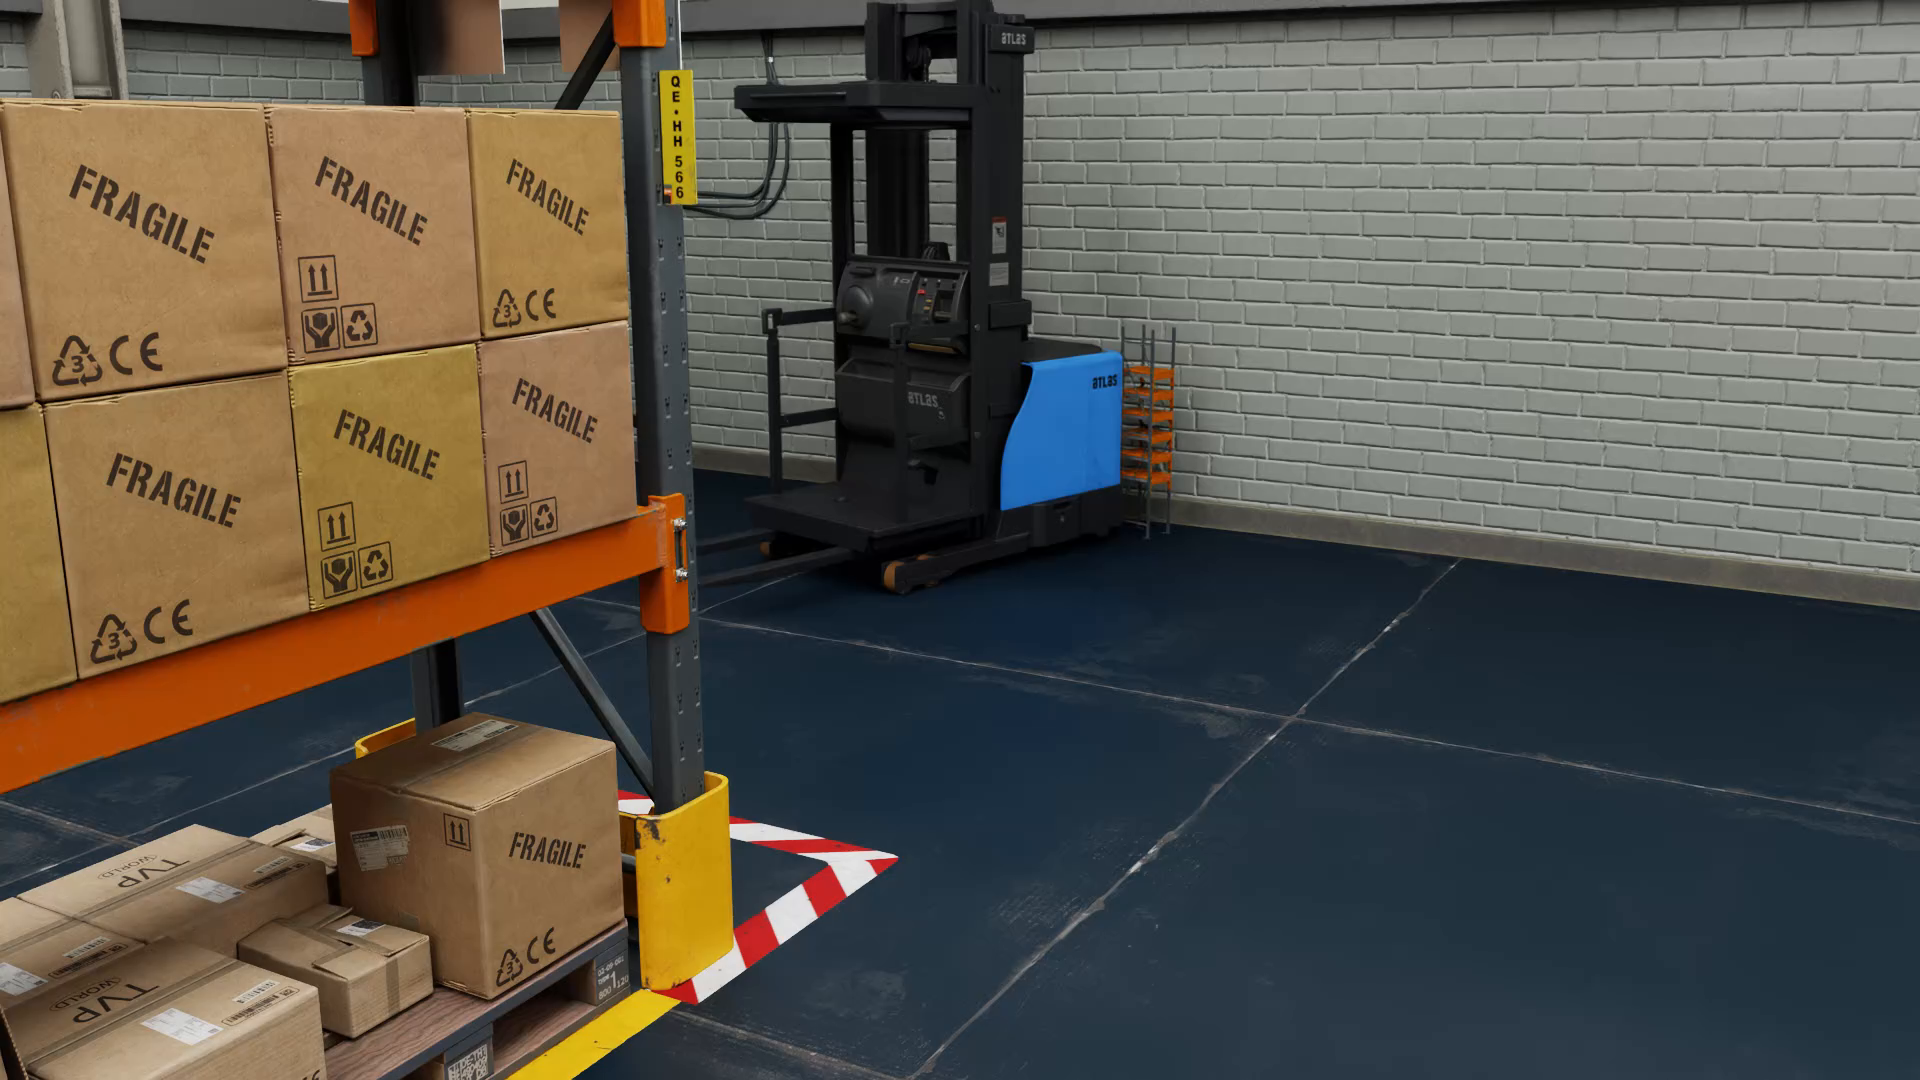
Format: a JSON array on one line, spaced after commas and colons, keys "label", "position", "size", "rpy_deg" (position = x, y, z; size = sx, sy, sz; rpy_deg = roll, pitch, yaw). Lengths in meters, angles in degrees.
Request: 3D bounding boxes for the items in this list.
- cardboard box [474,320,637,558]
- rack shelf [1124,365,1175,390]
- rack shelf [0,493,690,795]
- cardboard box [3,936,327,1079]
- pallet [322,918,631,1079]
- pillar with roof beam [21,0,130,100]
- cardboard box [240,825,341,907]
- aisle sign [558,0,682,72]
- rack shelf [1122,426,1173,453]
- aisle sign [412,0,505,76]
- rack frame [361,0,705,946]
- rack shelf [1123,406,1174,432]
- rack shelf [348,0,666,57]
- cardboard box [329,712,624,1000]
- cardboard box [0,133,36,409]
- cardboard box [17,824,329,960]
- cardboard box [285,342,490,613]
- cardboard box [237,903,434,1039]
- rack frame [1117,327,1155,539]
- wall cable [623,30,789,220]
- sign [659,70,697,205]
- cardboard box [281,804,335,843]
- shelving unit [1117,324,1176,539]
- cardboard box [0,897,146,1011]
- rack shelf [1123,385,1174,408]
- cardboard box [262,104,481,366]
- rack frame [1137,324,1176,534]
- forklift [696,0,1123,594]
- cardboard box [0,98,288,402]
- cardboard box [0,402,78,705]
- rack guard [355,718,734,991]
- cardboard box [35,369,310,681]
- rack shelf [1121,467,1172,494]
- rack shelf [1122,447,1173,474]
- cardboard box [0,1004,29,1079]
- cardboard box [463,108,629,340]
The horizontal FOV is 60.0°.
[{"label": "cardboard box", "position": [-1.157, -0.279, 4.079], "size": [0.500, 0.500, 0.500], "rpy_deg": [8, 16, 30]}, {"label": "rack shelf", "position": [1.068, -0.929, 9.480], "size": [0.180, 0.103, 0.258], "rpy_deg": [-13, 18, -42]}, {"label": "rack shelf", "position": [-2.145, 0.407, 2.982], "size": [1.077, 0.370, 4.000], "rpy_deg": [7, 15, 28]}, {"label": "cardboard box", "position": [-1.711, 1.100, 3.497], "size": [0.500, 0.250, 0.500], "rpy_deg": [7, 15, 28]}, {"label": "pallet", "position": [-1.600, 1.182, 4.183], "size": [1.003, 0.211, 1.213], "rpy_deg": [7, 15, 28]}, {"label": "pillar with roof beam", "position": [-1.200, -3.995, 6.902], "size": [9.100, 9.000, 0.400], "rpy_deg": [7, 15, 28]}, {"label": "cardboard box", "position": [-1.803, 0.908, 4.472], "size": [0.380, 0.166, 0.250], "rpy_deg": [7, 15, 28]}, {"label": "aisle sign", "position": [-0.877, -1.597, 4.209], "size": [0.394, 0.787, 0.004], "rpy_deg": [7, 15, 28]}, {"label": "rack shelf", "position": [1.068, -0.579, 9.565], "size": [0.180, 0.103, 0.258], "rpy_deg": [-13, 18, -42]}, {"label": "aisle sign", "position": [-1.403, -1.664, 4.491], "size": [0.394, 0.787, 0.004], "rpy_deg": [7, 15, 28]}, {"label": "rack frame", "position": [-1.179, -0.353, 4.599], "size": [1.000, 3.000, 0.127], "rpy_deg": [7, 15, 28]}, {"label": "rack shelf", "position": [1.068, -0.696, 9.537], "size": [0.180, 0.103, 0.258], "rpy_deg": [-13, 18, -42]}, {"label": "rack shelf", "position": [-2.145, -1.052, 2.630], "size": [1.077, 0.370, 4.000], "rpy_deg": [7, 15, 28]}, {"label": "cardboard box", "position": [-1.226, 0.787, 4.262], "size": [0.500, 0.500, 0.500], "rpy_deg": [7, 15, 28]}, {"label": "cardboard box", "position": [-1.891, -0.450, 2.652], "size": [0.500, 0.500, 0.500], "rpy_deg": [8, 16, 30]}, {"label": "cardboard box", "position": [-1.932, 0.951, 4.115], "size": [0.500, 0.250, 0.500], "rpy_deg": [7, 15, 28]}, {"label": "cardboard box", "position": [-1.405, -0.172, 3.635], "size": [0.500, 0.500, 0.500], "rpy_deg": [8, 15, 29]}, {"label": "cardboard box", "position": [-1.500, 1.022, 3.999], "size": [0.380, 0.166, 0.250], "rpy_deg": [7, 15, 28]}, {"label": "rack frame", "position": [1.002, -0.607, 9.493], "size": [0.006, 1.200, 0.240], "rpy_deg": [-13, 18, -42]}, {"label": "wall cable", "position": [-2.470, -3.441, 11.230], "size": [3.097, 2.526, 0.112], "rpy_deg": [7, 15, 28]}, {"label": "sign", "position": [-0.702, -1.003, 4.149], "size": [0.100, 0.325, 0.005], "rpy_deg": [7, 15, 28]}, {"label": "cardboard box", "position": [-1.682, 0.866, 4.687], "size": [0.380, 0.149, 0.250], "rpy_deg": [7, 15, 28]}, {"label": "shelving unit", "position": [1.068, -0.622, 9.554], "size": [0.189, 1.200, 0.258], "rpy_deg": [-13, 18, -42]}, {"label": "cardboard box", "position": [-2.173, 1.054, 3.690], "size": [0.500, 0.250, 0.500], "rpy_deg": [7, 15, 28]}, {"label": "rack shelf", "position": [1.068, -0.812, 9.509], "size": [0.180, 0.103, 0.258], "rpy_deg": [-13, 18, -42]}, {"label": "cardboard box", "position": [-1.397, -0.662, 3.532], "size": [0.500, 0.500, 0.500], "rpy_deg": [8, 16, 30]}, {"label": "rack frame", "position": [1.134, -0.637, 9.616], "size": [0.006, 1.200, 0.240], "rpy_deg": [-13, 18, -42]}, {"label": "forklift", "position": [-0.459, -1.288, 8.621], "size": [1.130, 2.935, 3.031], "rpy_deg": [13, 19, 43]}, {"label": "cardboard box", "position": [-1.643, -0.555, 3.089], "size": [0.500, 0.500, 0.500], "rpy_deg": [8, 16, 30]}, {"label": "cardboard box", "position": [-1.894, 0.033, 2.785], "size": [0.500, 0.500, 0.500], "rpy_deg": [7, 15, 27]}, {"label": "rack guard", "position": [-1.215, 0.877, 4.828], "size": [1.175, 0.500, 0.348], "rpy_deg": [7, 15, 28]}, {"label": "cardboard box", "position": [-1.651, -0.071, 3.213], "size": [0.500, 0.500, 0.500], "rpy_deg": [8, 15, 28]}, {"label": "rack shelf", "position": [1.068, -0.346, 9.621], "size": [0.180, 0.103, 0.258], "rpy_deg": [-13, 18, -42]}, {"label": "rack shelf", "position": [1.068, -0.462, 9.593], "size": [0.180, 0.103, 0.258], "rpy_deg": [-13, 18, -42]}, {"label": "cardboard box", "position": [-2.209, 1.081, 3.038], "size": [0.797, 0.503, 0.637], "rpy_deg": [7, 15, 28]}, {"label": "cardboard box", "position": [-1.153, -0.766, 3.962], "size": [0.500, 0.500, 0.500], "rpy_deg": [7, 15, 28]}]
